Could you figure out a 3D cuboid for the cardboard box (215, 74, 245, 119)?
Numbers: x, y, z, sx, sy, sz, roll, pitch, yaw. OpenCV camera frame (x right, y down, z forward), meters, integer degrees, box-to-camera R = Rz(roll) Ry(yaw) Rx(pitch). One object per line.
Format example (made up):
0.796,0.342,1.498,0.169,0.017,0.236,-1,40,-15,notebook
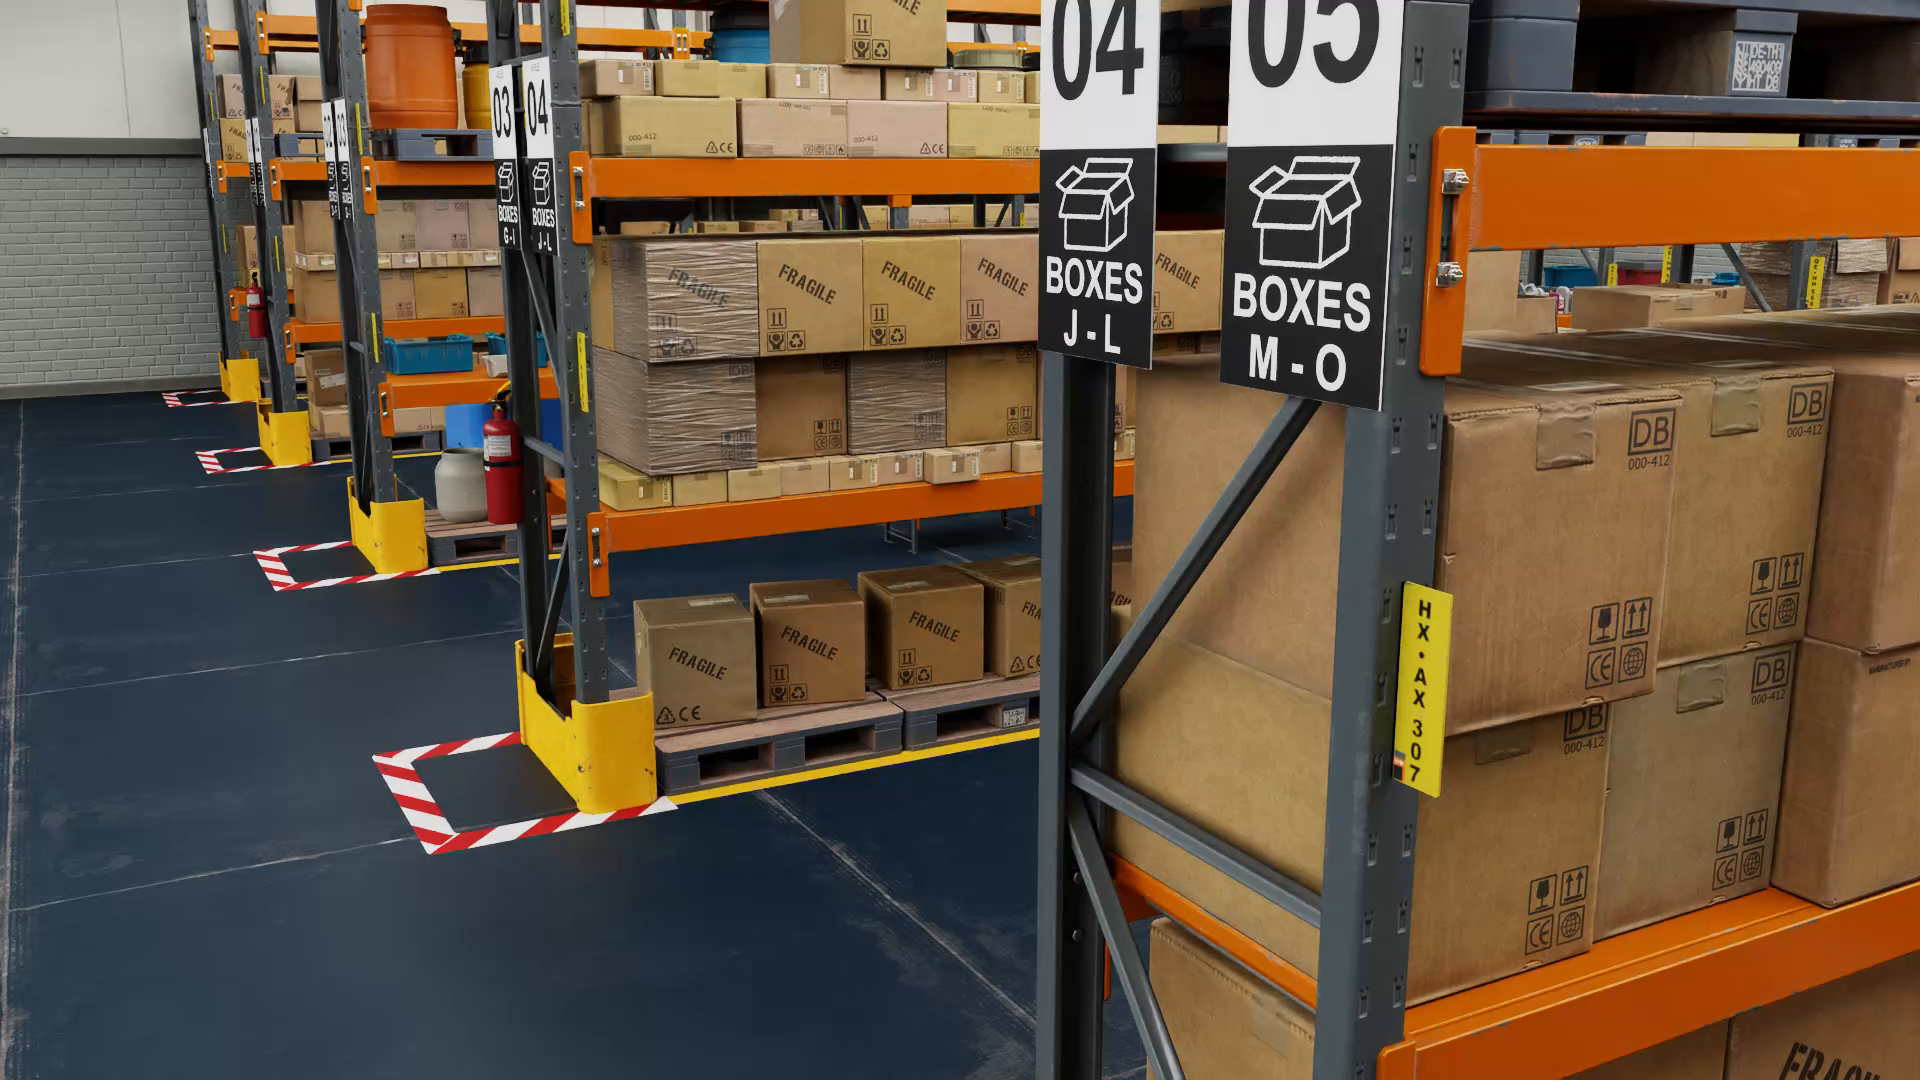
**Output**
-8.494,-5.248,19.712,0.500,0.500,0.500,-8,15,-32,cardboard box

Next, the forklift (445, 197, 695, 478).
-2.884,-1.906,14.404,3.031,2.935,1.130,-7,15,-29,forklift

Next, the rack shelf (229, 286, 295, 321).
-7.193,-3.103,21.206,4.000,0.370,1.077,-7,14,-28,rack shelf

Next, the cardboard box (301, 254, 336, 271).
-6.124,-2.655,15.869,0.250,0.149,0.380,-7,14,-28,cardboard box

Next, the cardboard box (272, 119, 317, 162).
-8.047,-4.803,20.012,0.500,0.500,0.500,-6,14,-24,cardboard box

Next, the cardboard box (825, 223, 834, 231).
-1.639,-4.390,24.332,0.500,0.500,0.500,-7,14,-28,cardboard box

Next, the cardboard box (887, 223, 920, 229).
-0.914,-4.344,24.131,0.500,0.500,0.500,-6,14,-26,cardboard box

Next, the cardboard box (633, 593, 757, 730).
-1.273,0.572,7.973,0.500,0.500,0.500,-4,13,-17,cardboard box

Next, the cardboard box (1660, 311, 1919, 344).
2.201,-0.235,4.019,0.500,0.550,0.875,-7,14,-28,cardboard box

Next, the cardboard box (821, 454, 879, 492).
-0.577,-0.343,7.874,0.250,0.149,0.380,-7,14,-28,cardboard box

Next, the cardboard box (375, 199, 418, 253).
-5.651,-3.080,16.281,0.500,0.500,0.700,-7,15,-29,cardboard box

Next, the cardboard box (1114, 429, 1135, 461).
0.714,-0.511,8.622,0.250,0.149,0.380,-7,14,-28,cardboard box

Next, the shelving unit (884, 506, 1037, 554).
0.006,-0.549,12.489,1.048,1.125,0.538,-7,14,-28,shelving unit

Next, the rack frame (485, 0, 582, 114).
-1.829,-3.307,6.809,0.127,3.000,1.000,-7,14,-28,rack frame

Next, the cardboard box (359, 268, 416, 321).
-5.697,-2.441,16.398,0.500,0.500,0.700,-6,14,-26,cardboard box

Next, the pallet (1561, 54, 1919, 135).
2.177,-1.043,3.783,1.213,0.211,1.003,-7,14,-28,pallet

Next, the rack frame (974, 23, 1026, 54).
0.450,-6.058,19.033,0.127,3.000,1.000,-7,14,-28,rack frame

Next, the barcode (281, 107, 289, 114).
-6.538,-4.161,16.113,0.075,0.075,0.001,-7,14,-28,barcode

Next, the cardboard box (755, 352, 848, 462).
-0.951,-0.703,7.994,0.500,0.500,0.875,-7,14,-28,cardboard box

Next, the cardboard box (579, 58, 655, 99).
-1.476,-1.949,7.041,0.250,0.149,0.380,-7,14,-28,cardboard box

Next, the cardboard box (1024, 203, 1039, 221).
1.297,-4.978,25.236,0.500,0.250,0.500,-6,14,-26,cardboard box

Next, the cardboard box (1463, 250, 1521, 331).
2.447,-1.355,9.477,1.000,1.000,1.000,-7,14,-27,cardboard box

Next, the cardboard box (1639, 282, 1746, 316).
4.738,-1.411,10.863,0.500,0.500,0.500,-9,16,-35,cardboard box

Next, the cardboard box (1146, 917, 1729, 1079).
1.023,1.334,3.733,0.875,0.875,0.875,-7,14,-28,cardboard box

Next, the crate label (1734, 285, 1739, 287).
8.719,-2.736,18.400,0.243,0.136,0.396,-7,14,-28,crate label

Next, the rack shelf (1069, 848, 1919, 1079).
2.215,0.727,4.187,4.000,0.370,1.077,-7,14,-28,rack shelf

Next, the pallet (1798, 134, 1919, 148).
5.733,-2.671,11.245,1.003,0.211,1.213,-6,14,-25,pallet

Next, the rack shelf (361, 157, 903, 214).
-2.446,-2.658,12.393,4.000,0.370,1.077,-7,14,-28,rack shelf

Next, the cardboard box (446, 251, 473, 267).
-4.995,-2.791,16.472,0.250,0.149,0.380,-7,14,-29,cardboard box

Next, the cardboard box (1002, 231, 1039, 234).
0.542,-1.277,8.270,0.500,0.500,0.500,-7,14,-28,cardboard box

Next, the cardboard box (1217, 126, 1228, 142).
1.407,-2.093,8.587,0.500,0.250,0.500,-6,14,-26,cardboard box

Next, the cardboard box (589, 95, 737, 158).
-1.282,-1.771,7.158,0.500,0.250,0.500,-6,14,-26,cardboard box

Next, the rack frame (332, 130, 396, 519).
-4.202,-1.335,11.709,0.127,3.000,1.000,-7,14,-28,rack frame

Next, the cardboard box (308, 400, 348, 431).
-6.243,-1.267,16.711,0.500,0.250,0.500,-7,14,-28,cardboard box

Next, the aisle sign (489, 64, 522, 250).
-2.027,-1.700,7.410,0.004,0.787,0.394,-7,14,-28,aisle sign

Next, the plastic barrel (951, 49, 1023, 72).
0.226,-3.628,13.923,0.600,0.901,0.600,0,13,0,plastic barrel

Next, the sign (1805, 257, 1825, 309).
5.461,-1.645,10.628,0.005,0.325,0.100,-7,14,-28,sign

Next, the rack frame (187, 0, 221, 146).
-8.949,-6.171,19.533,0.127,3.000,1.000,-7,14,-28,rack frame

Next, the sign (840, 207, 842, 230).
-1.659,-4.508,23.353,0.005,0.325,0.100,-7,14,-28,sign

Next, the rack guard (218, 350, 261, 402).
-8.882,-2.033,20.502,0.348,0.500,1.175,-7,14,-28,rack guard

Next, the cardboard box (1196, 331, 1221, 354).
1.258,-0.960,9.136,0.500,0.500,0.875,-7,14,-28,cardboard box

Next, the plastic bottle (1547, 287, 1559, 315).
5.959,-2.403,16.723,0.133,0.283,0.061,-7,14,-28,plastic bottle

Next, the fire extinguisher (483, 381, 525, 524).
-2.150,-0.419,7.817,0.183,0.674,0.296,-7,14,-28,fire extinguisher

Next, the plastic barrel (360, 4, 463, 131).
-3.836,-3.288,11.622,0.708,0.830,0.600,-7,14,-28,plastic barrel

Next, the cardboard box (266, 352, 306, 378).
-8.298,-2.202,20.685,0.500,0.311,0.500,-9,15,-34,cardboard box

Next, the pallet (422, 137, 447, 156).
-4.867,-3.909,16.515,1.213,0.211,1.003,-7,14,-28,pallet

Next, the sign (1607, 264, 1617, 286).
6.593,-2.626,16.816,0.005,0.325,0.100,-7,14,-28,sign

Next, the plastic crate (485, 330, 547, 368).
-3.333,-1.440,12.514,0.408,0.251,0.499,-7,14,-28,plastic crate

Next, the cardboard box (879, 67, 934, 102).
-0.318,-2.080,7.620,0.250,0.149,0.380,-8,15,-30,cardboard box

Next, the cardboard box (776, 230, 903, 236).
-0.588,-1.273,8.253,0.500,0.500,0.500,-7,14,-28,cardboard box

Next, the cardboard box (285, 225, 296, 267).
-7.947,-3.589,20.312,0.500,0.500,0.500,-7,14,-28,cardboard box

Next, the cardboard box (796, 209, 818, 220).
-2.215,-4.623,23.614,0.250,0.149,0.380,-9,16,-35,cardboard box

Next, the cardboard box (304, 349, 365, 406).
-6.244,-1.633,16.631,0.500,0.500,0.500,-7,14,-28,cardboard box

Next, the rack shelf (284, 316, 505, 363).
-4.817,-2.149,16.966,4.000,0.370,1.077,-7,14,-28,rack shelf
